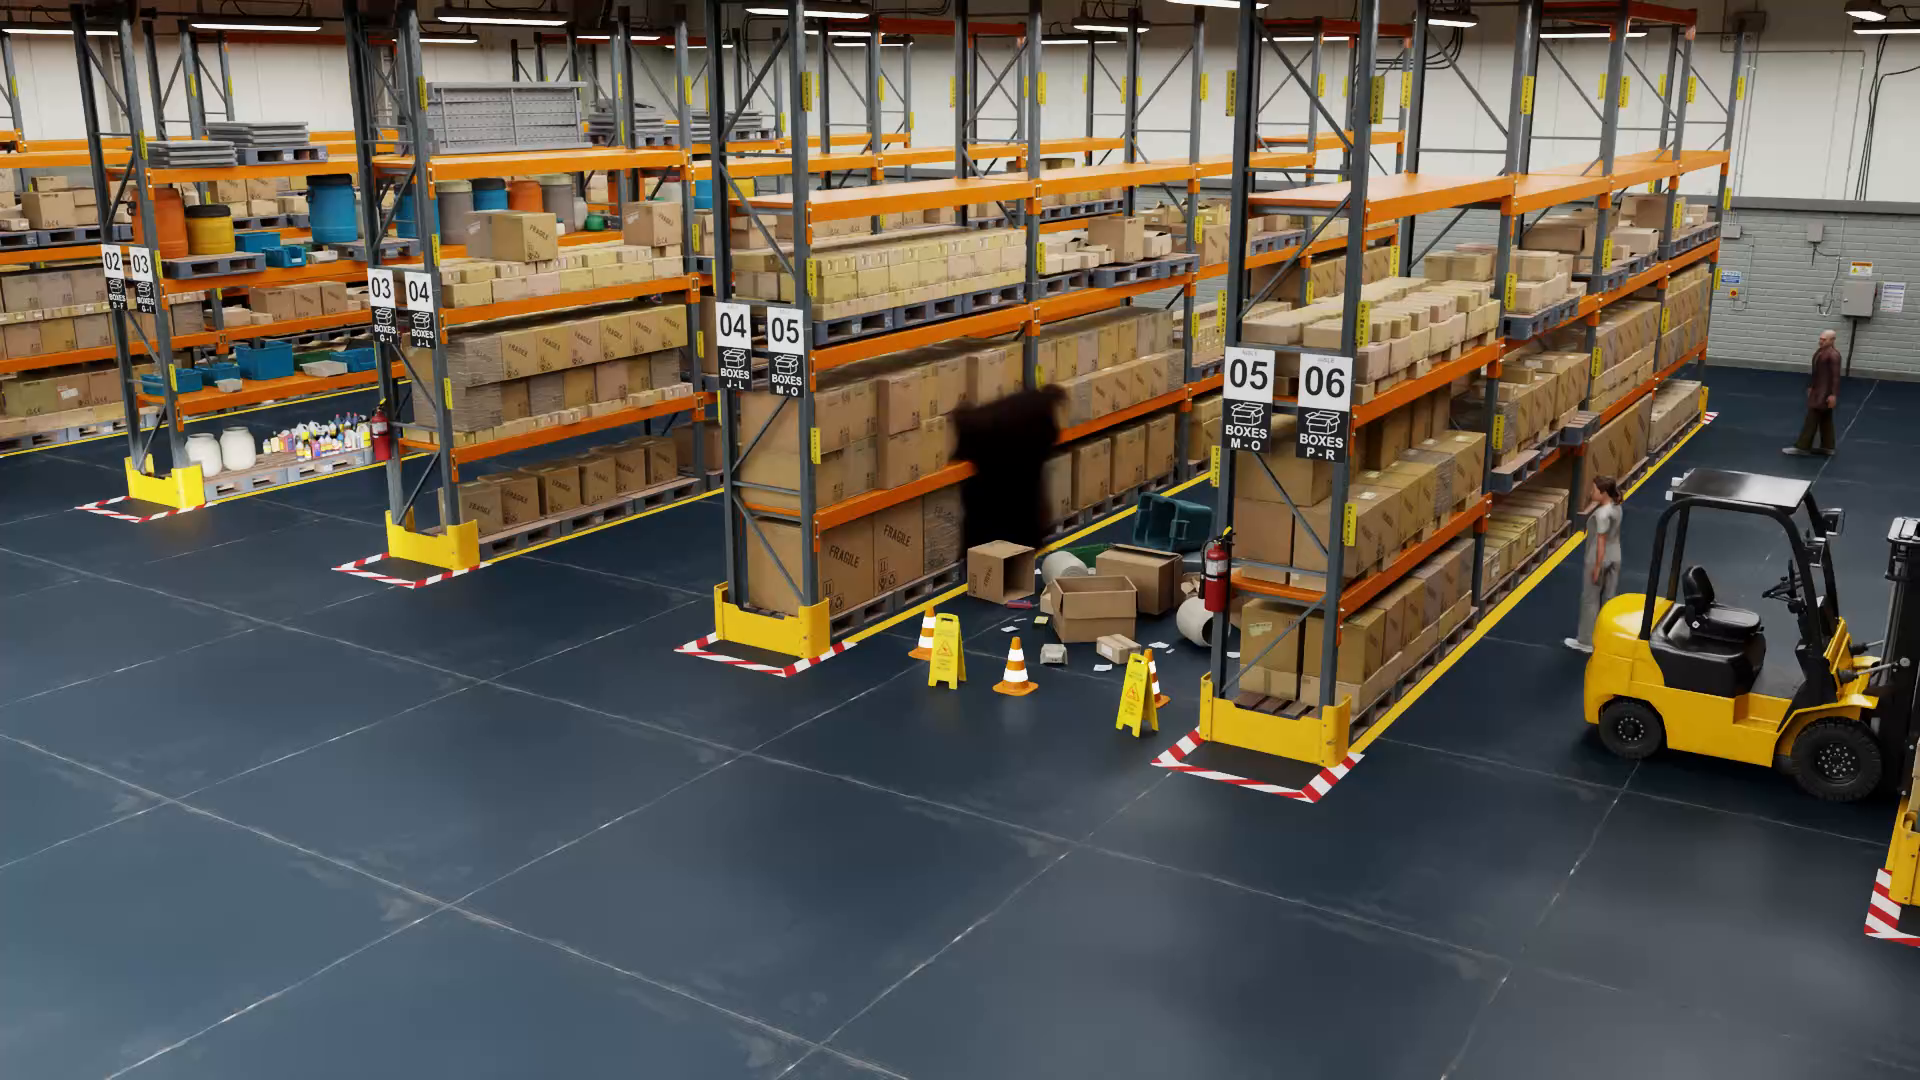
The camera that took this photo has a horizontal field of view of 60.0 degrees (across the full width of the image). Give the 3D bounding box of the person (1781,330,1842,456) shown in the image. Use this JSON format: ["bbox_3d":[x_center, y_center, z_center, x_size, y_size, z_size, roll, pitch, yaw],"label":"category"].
[{"bbox_3d":[12.064,-2.087,23.430,0.690,1.765,0.613,7,17,24],"label":"person"}]

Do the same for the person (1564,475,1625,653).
[{"bbox_3d":[5.936,0.218,15.338,0.453,1.678,0.429,-7,17,-24],"label":"person"}]
